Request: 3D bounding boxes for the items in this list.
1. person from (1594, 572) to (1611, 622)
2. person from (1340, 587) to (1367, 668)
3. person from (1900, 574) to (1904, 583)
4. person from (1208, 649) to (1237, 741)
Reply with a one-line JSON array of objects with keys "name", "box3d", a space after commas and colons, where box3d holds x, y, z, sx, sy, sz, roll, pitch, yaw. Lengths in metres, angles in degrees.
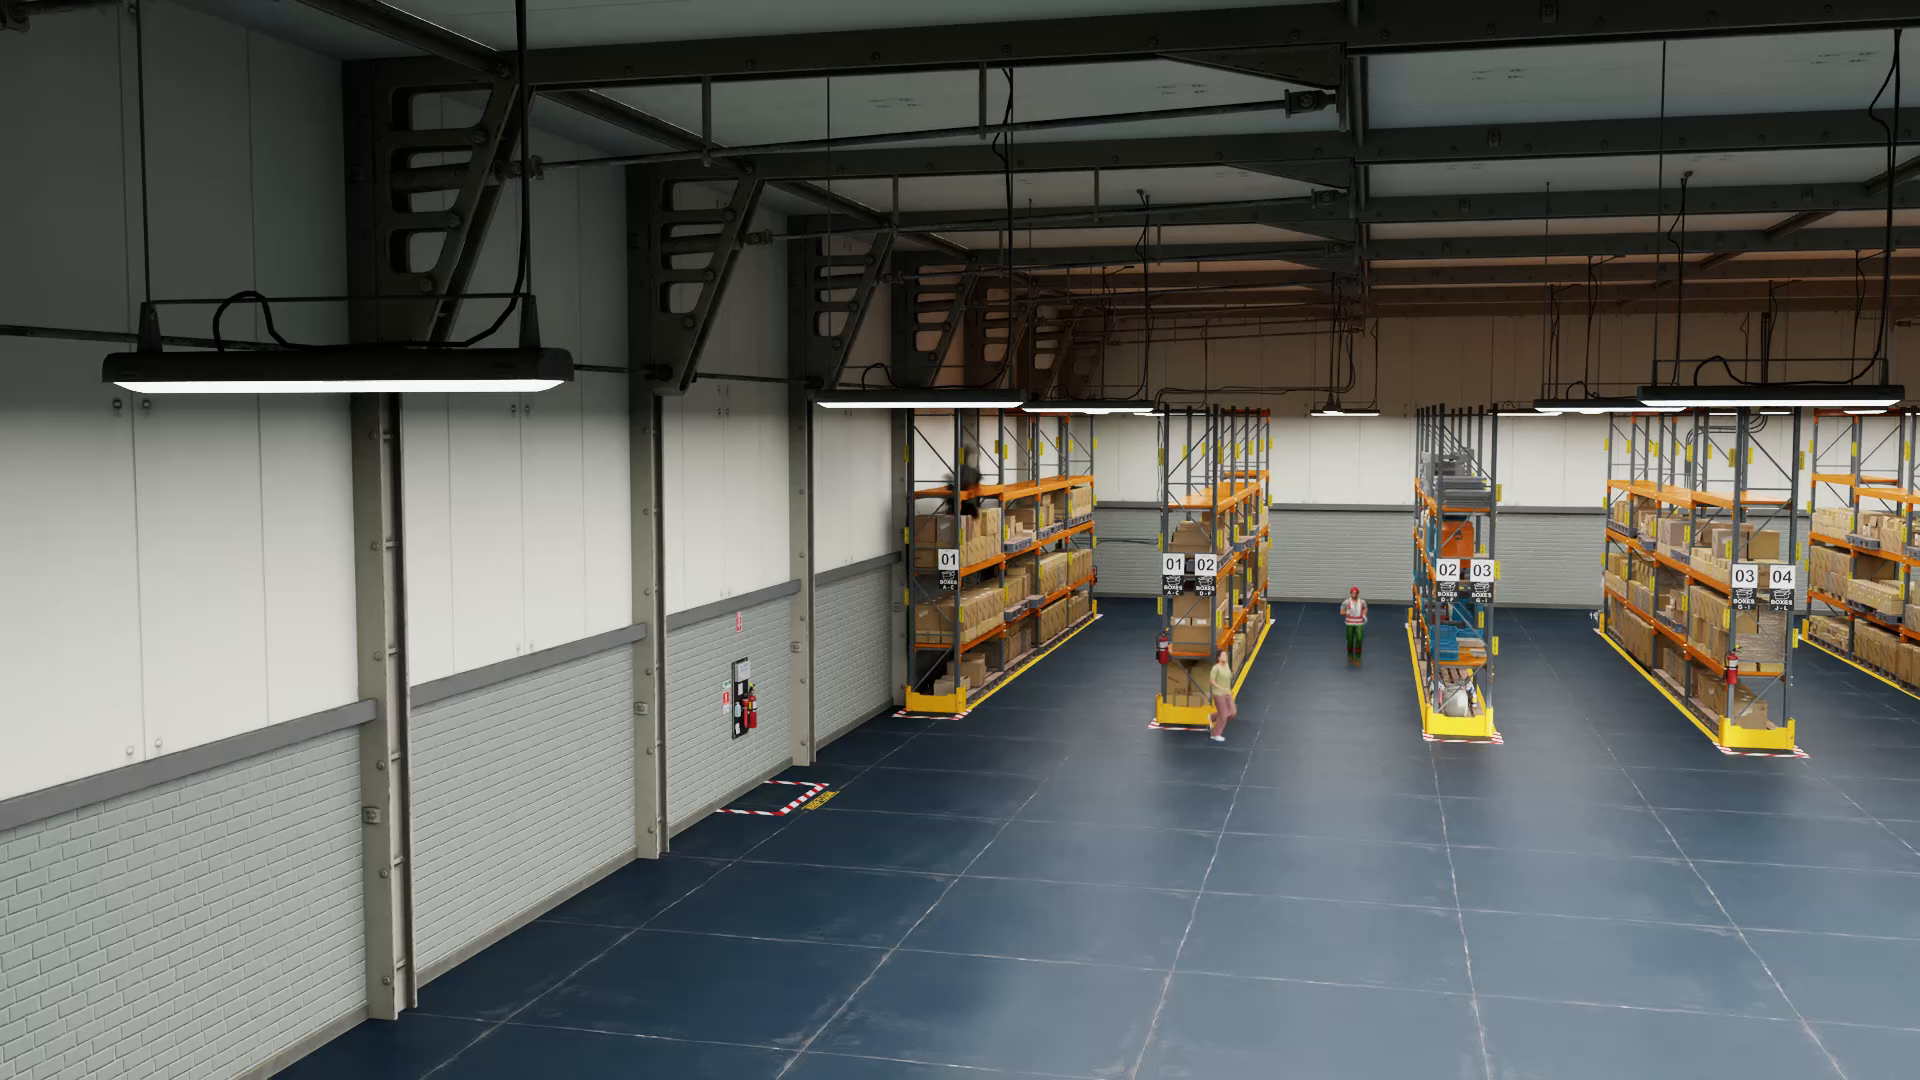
[{"name": "person", "box3d": [17.873, 1.594, 45.963, 0.637, 1.568, 0.569, 2, 5, 28]}, {"name": "person", "box3d": [9.149, 1.995, 38.602, 0.636, 1.821, 0.843, 1, 4, 8]}, {"name": "person", "box3d": [24.606, 1.664, 43.798, 0.705, 1.786, 0.630, 1, 4, 8]}, {"name": "person", "box3d": [4.606, 2.724, 29.301, 0.598, 1.625, 0.613, -4, 6, -41]}]
